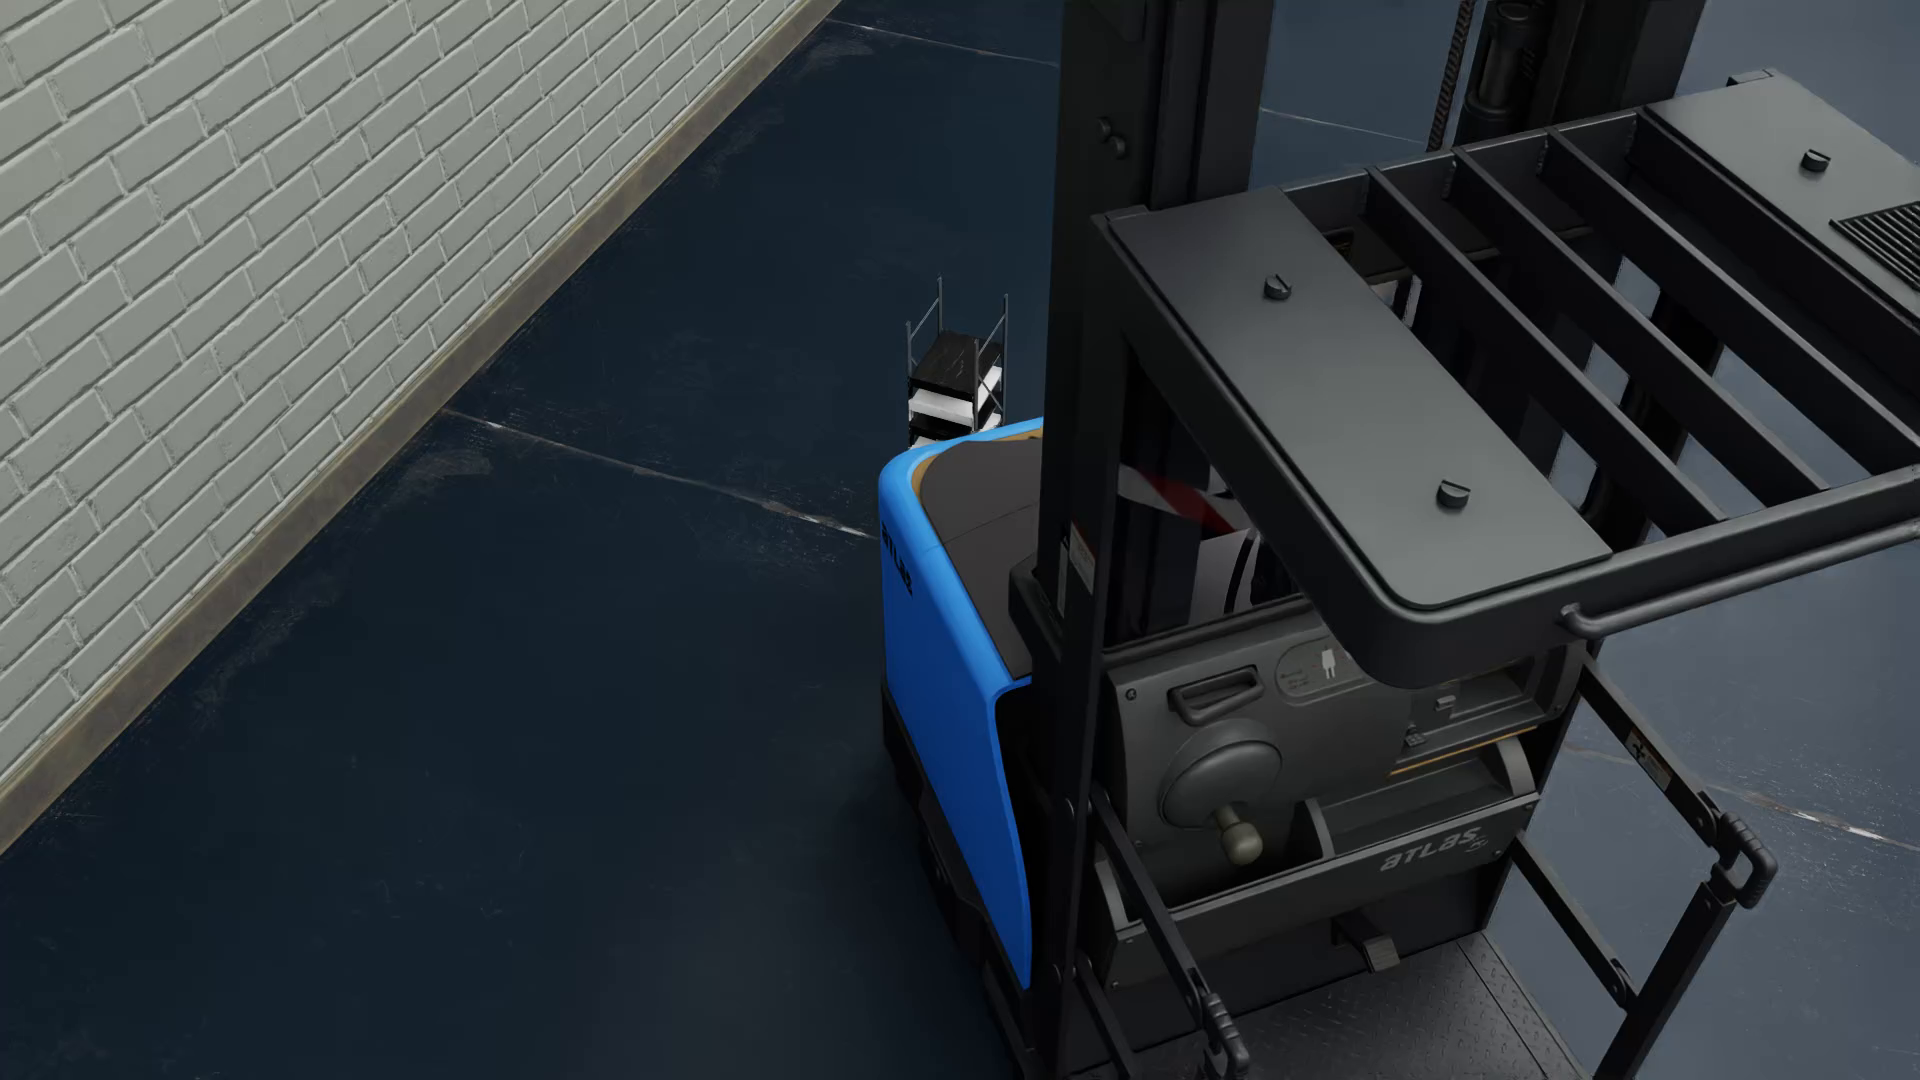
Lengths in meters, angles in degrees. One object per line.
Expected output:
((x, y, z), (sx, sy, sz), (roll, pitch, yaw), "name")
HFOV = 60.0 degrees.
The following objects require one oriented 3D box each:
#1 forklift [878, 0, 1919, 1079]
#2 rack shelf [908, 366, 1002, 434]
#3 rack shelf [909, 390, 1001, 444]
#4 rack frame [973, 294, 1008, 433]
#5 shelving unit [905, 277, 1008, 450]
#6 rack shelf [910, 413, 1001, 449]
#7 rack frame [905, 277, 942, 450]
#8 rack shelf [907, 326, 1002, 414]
((0.781, 0.378, 2.792), (1.130, 2.935, 3.031), (-15, 47, -14), "forklift")
((-0.007, -0.425, 4.831), (0.200, 0.077, 0.258), (16, 47, 16), "rack shelf")
((-0.007, -0.361, 4.895), (0.200, 0.077, 0.258), (16, 47, 16), "rack shelf")
((0.086, -0.294, 4.907), (0.006, 0.900, 0.240), (16, 47, 16), "rack frame")
((-0.007, -0.321, 4.935), (0.210, 0.900, 0.258), (16, 47, 16), "shelving unit")
((-0.007, -0.298, 4.958), (0.200, 0.077, 0.258), (16, 47, 16), "rack shelf")
((-0.101, -0.349, 4.963), (0.006, 0.900, 0.240), (16, 47, 16), "rack frame")
((-0.007, -0.489, 4.768), (0.200, 0.077, 0.258), (16, 47, 16), "rack shelf")
